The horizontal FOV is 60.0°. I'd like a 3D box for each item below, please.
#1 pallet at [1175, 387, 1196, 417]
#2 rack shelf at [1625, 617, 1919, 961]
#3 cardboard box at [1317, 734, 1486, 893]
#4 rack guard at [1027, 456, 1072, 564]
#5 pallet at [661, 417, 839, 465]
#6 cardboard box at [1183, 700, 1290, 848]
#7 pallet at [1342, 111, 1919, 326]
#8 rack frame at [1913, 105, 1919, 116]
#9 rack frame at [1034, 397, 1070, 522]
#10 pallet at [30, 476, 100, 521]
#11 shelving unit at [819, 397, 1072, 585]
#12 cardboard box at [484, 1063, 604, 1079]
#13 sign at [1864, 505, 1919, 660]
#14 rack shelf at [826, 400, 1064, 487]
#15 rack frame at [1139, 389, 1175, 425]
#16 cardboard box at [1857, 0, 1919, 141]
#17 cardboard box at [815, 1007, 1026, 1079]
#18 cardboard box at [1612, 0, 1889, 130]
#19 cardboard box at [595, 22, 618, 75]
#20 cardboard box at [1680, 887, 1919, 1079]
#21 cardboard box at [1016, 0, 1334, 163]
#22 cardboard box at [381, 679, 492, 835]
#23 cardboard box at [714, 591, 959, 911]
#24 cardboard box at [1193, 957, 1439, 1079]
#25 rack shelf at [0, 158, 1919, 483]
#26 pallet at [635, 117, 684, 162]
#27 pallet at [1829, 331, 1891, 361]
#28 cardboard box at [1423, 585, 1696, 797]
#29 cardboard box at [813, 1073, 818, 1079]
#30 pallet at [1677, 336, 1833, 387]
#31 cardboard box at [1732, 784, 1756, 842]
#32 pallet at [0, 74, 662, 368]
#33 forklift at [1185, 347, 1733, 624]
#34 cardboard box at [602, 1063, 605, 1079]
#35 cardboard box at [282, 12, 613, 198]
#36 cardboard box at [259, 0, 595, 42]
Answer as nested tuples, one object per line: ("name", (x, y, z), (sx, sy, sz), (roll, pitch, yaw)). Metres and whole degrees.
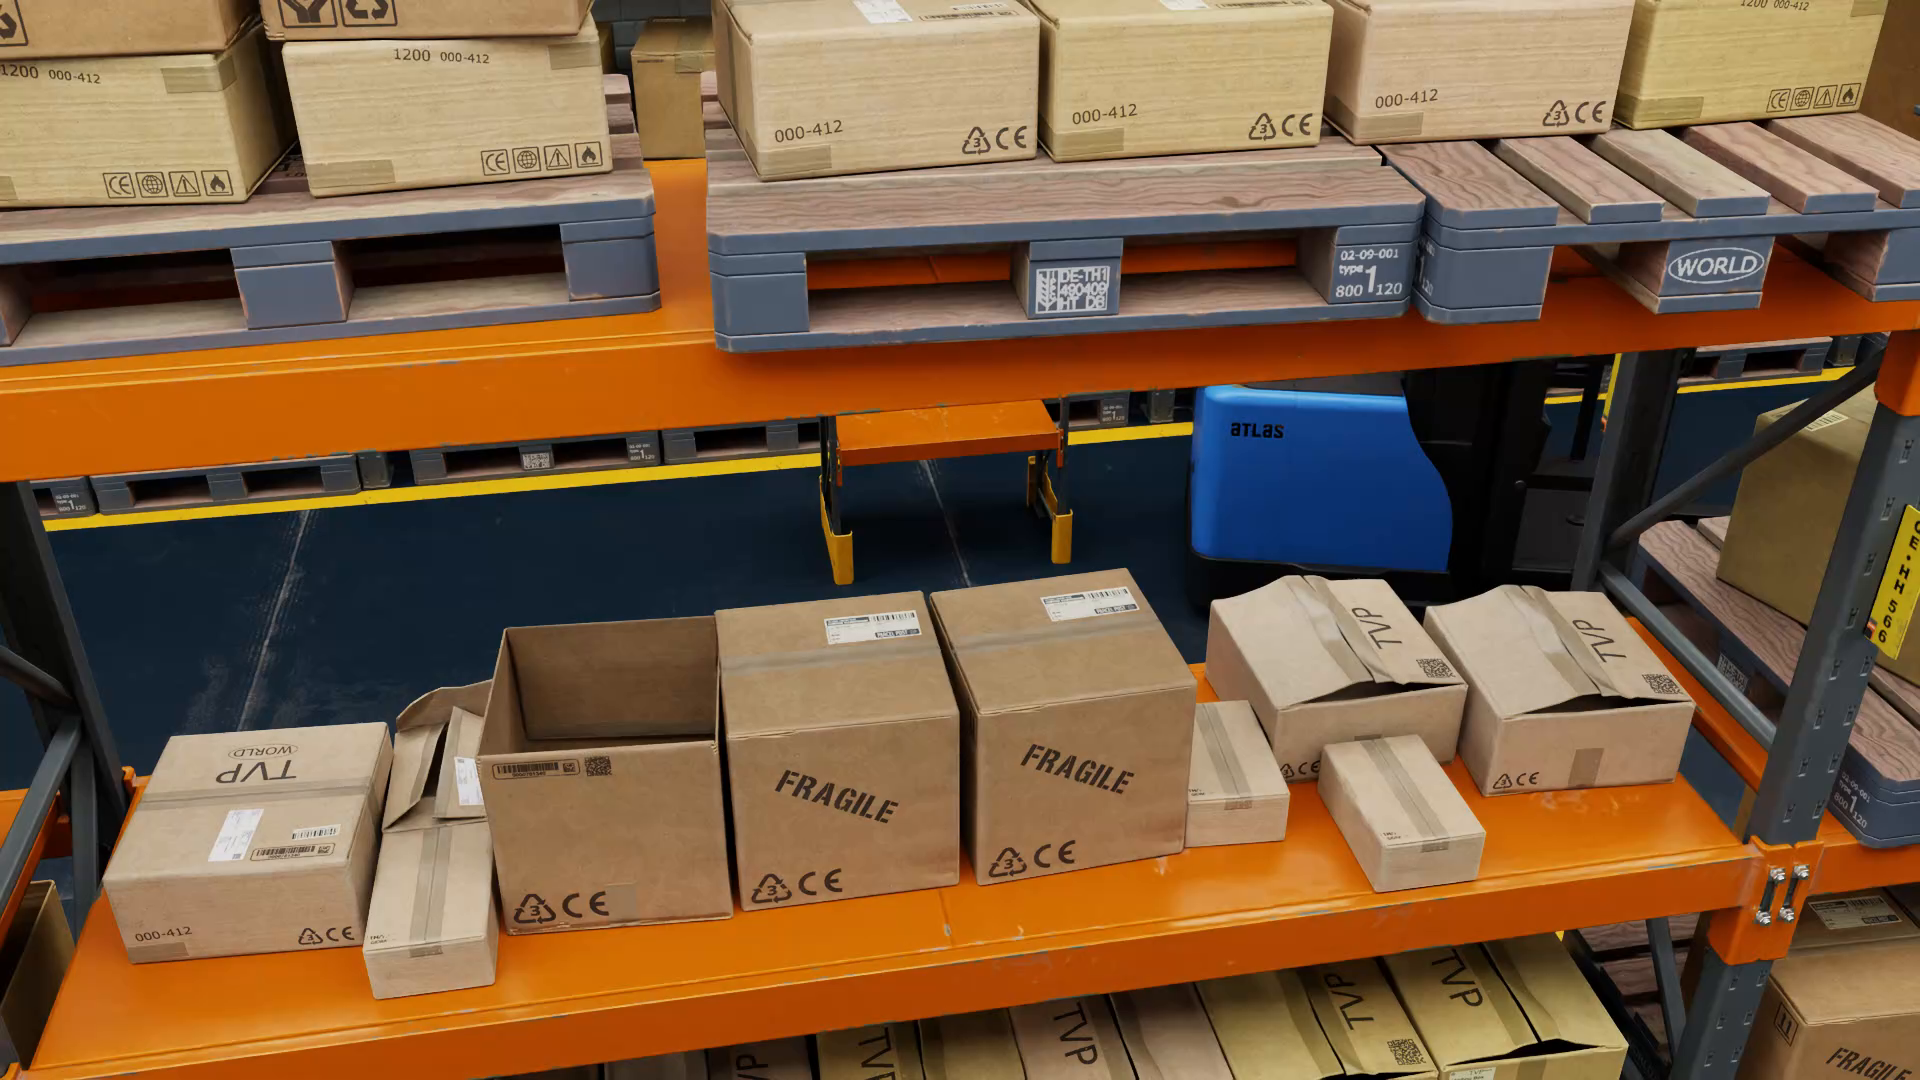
("pallet", (1.768, -0.988, 9.221), (1.213, 0.211, 1.003), (-5, 31, -9))
("rack shelf", (3.842, 0.442, 4.749), (4.000, 0.370, 1.077), (-5, 31, -9))
("cardboard box", (1.040, 0.642, 3.946), (0.250, 0.149, 0.380), (-5, 31, -9))
("rack guard", (0.415, -0.146, 7.752), (0.087, 0.250, 0.587), (-5, 31, -9))
("pallet", (-0.988, -0.773, 8.856), (1.213, 0.211, 1.003), (-5, 31, -9))
("cardboard box", (0.630, 0.567, 4.074), (0.250, 0.149, 0.380), (-3, 31, -5))
("pallet", (1.223, -0.791, 3.363), (1.003, 0.211, 1.213), (-4, 31, -7))
("rack frame", (1.875, -2.272, 2.736), (0.127, 3.000, 1.000), (-5, 31, -9))
("rack frame", (0.416, -0.685, 7.436), (0.032, 1.500, 0.500), (-5, 31, -9))
("pallet", (-4.813, -0.396, 8.215), (1.213, 0.211, 1.003), (-5, 31, -9))
("shelving unit", (-0.075, -0.640, 7.358), (1.083, 1.500, 0.587), (-5, 31, -9))
("cardboard box", (-1.115, 1.485, 4.010), (0.500, 0.311, 0.500), (-6, 31, -10))
("sign", (1.978, 0.091, 3.493), (0.005, 0.325, 0.100), (-5, 31, -9))
("rack shelf", (-0.084, -0.484, 7.448), (1.000, 0.185, 0.538), (-5, 31, -9))
("rack frame", (0.979, -2.155, 8.456), (0.127, 3.000, 1.000), (-5, 31, -9))
("cardboard box", (2.298, -1.079, 3.567), (0.500, 0.500, 0.910), (-5, 31, -9))
("cardboard box", (-0.097, 1.387, 4.176), (0.500, 0.311, 0.500), (-4, 31, -8))
("cardboard box", (1.438, -1.026, 3.309), (0.500, 0.250, 0.500), (-8, 31, -13))
("cardboard box", (-1.898, -2.100, 7.829), (0.500, 0.500, 0.700), (-2, 31, -4))
("cardboard box", (2.374, 1.303, 4.607), (0.500, 0.500, 0.500), (-4, 31, -7))
("cardboard box", (0.361, -0.922, 3.134), (0.500, 0.250, 0.500), (-6, 31, -10))
("cardboard box", (-1.228, 0.565, 3.962), (0.258, 0.266, 0.396), (-6, 31, -10))
("cardboard box", (-0.291, 0.480, 3.875), (0.500, 0.500, 0.500), (-5, 31, -9))
("cardboard box", (0.894, 1.298, 4.328), (0.500, 0.311, 0.500), (-6, 31, -10))
("rack shelf", (-0.093, -0.486, 3.368), (4.000, 0.370, 1.077), (-5, 31, -9))
("pallet", (-0.961, -1.871, 8.163), (1.213, 0.211, 1.003), (-5, 31, -9))
("pallet", (5.675, -1.349, 9.836), (1.213, 0.211, 1.003), (-5, 31, -9))
("cardboard box", (1.509, 0.364, 4.260), (0.500, 0.311, 0.500), (-3, 31, -6))
("cardboard box", (-0.106, 1.630, 4.318), (0.500, 0.250, 0.500), (-5, 31, -8))
("pallet", (4.168, -1.210, 9.600), (1.213, 0.211, 1.003), (-5, 31, -9))
("cardboard box", (2.752, 1.000, 5.123), (0.500, 0.500, 0.500), (-4, 31, -7))
("pallet", (-1.195, -0.618, 3.071), (1.217, 0.209, 0.805), (-7, 31, -11))
("forklift", (2.530, -1.095, 6.720), (3.031, 2.935, 1.130), (3, 31, 6))
("cardboard box", (-1.203, 1.211, 4.476), (0.500, 0.311, 0.500), (-4, 31, -8))
("cardboard box", (-0.912, -0.833, 2.982), (0.500, 0.250, 0.500), (-8, 31, -14))
("cardboard box", (-0.890, -1.153, 2.787), (0.500, 0.500, 0.500), (-2, 31, -4))
